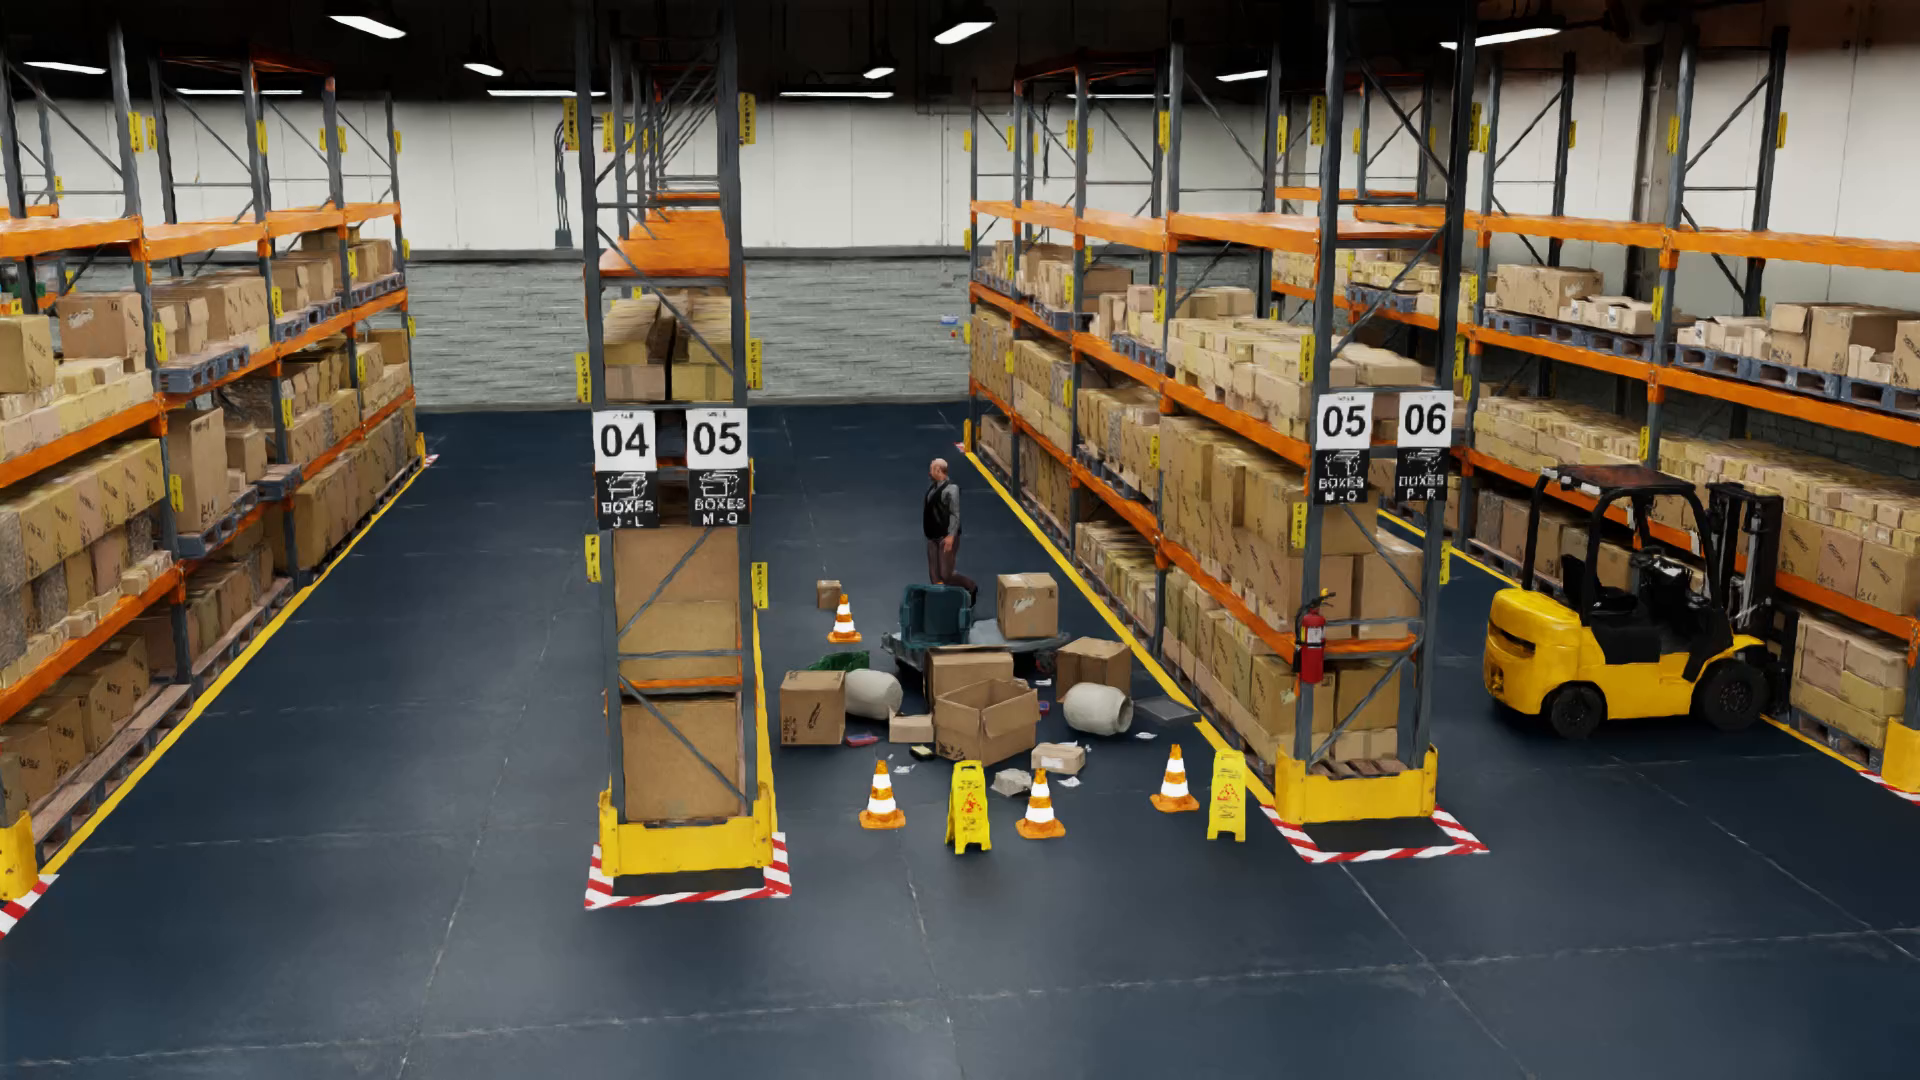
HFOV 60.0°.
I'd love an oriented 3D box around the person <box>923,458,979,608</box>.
[{"bbox_3d":[-0.182,-0.022,17.695,0.717,1.685,0.592,-8,15,-31],"label":"person"}]
